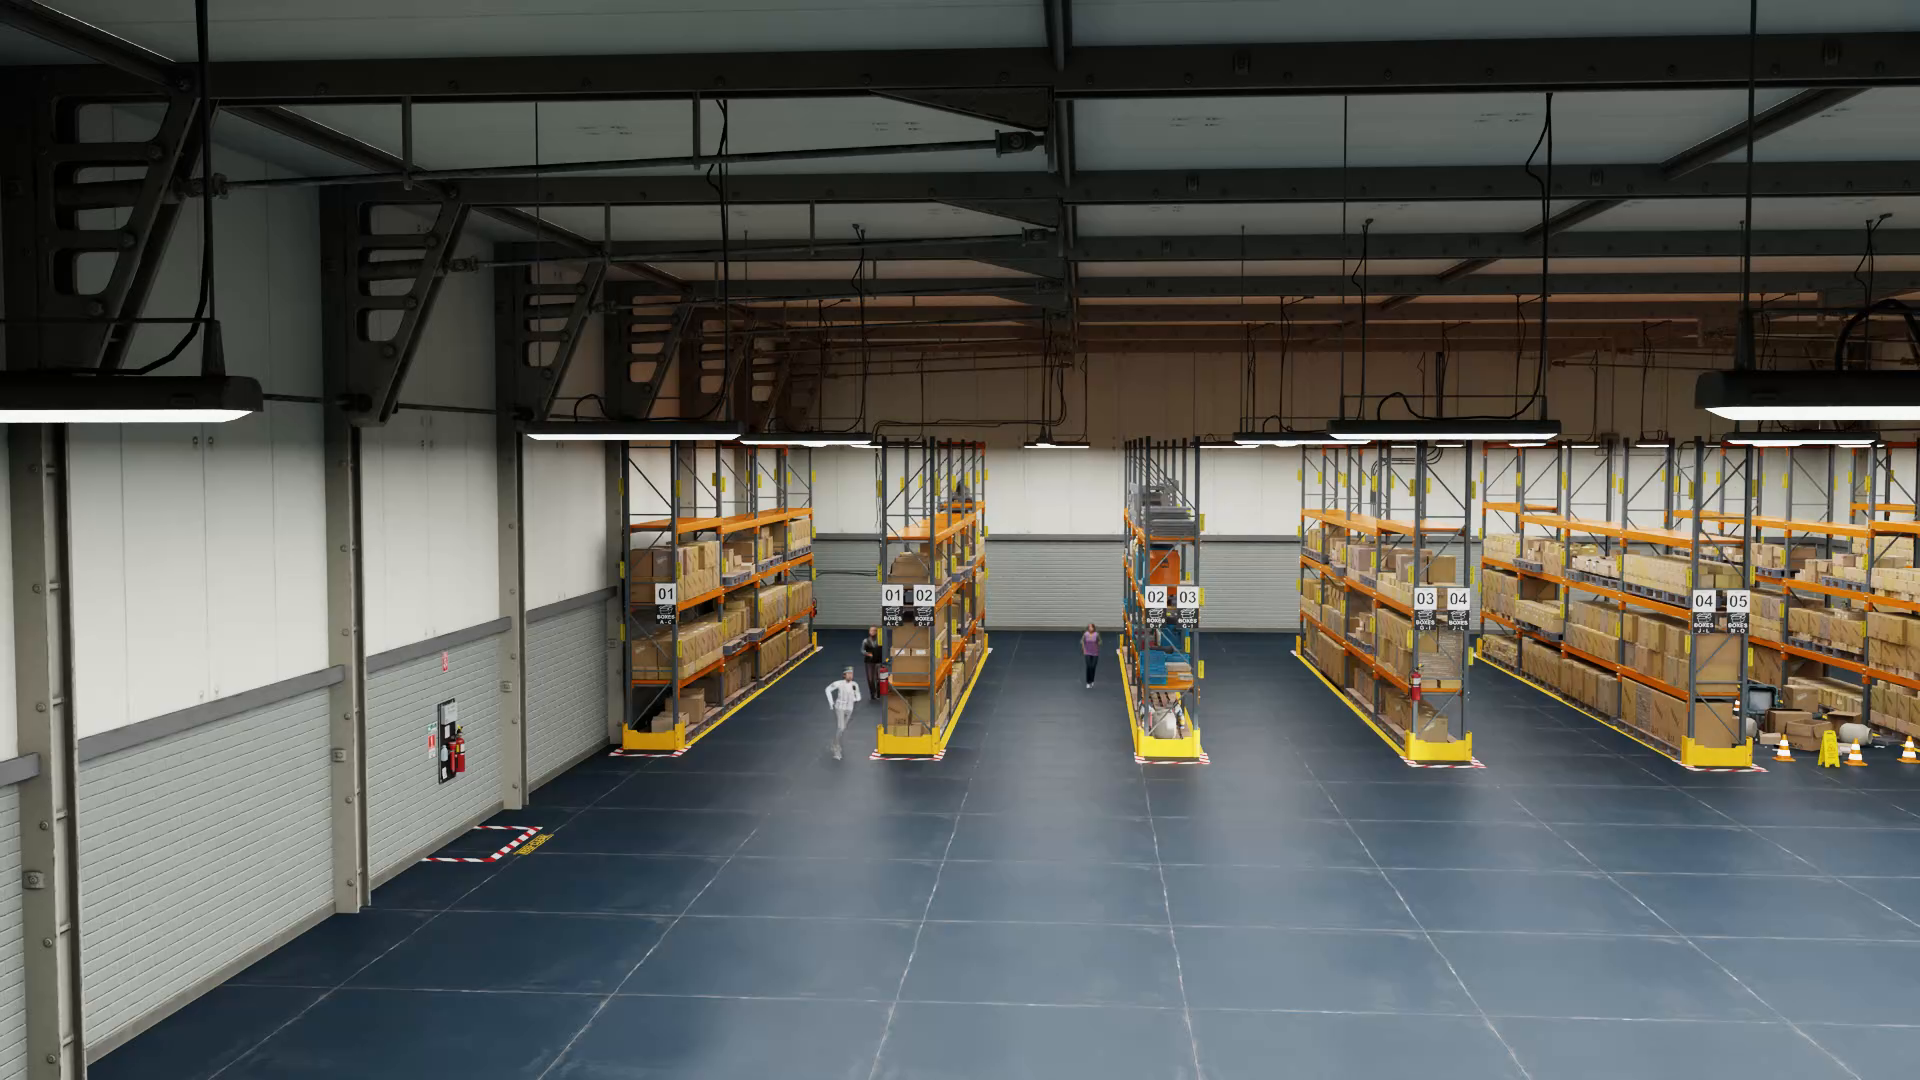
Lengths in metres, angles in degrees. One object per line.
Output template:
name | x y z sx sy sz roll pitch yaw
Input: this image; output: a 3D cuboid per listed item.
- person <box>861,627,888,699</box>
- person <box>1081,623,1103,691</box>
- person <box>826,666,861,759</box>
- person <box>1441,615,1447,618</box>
person | -1.965 2.830 38.090 0.631 1.681 0.624 0 3 -1
person | 3.177 2.806 39.973 0.506 1.630 0.704 0 3 2
person | -2.185 3.234 31.303 0.615 1.733 0.757 -2 4 -29
person | 13.093 2.463 44.939 0.723 1.745 0.944 1 3 20
